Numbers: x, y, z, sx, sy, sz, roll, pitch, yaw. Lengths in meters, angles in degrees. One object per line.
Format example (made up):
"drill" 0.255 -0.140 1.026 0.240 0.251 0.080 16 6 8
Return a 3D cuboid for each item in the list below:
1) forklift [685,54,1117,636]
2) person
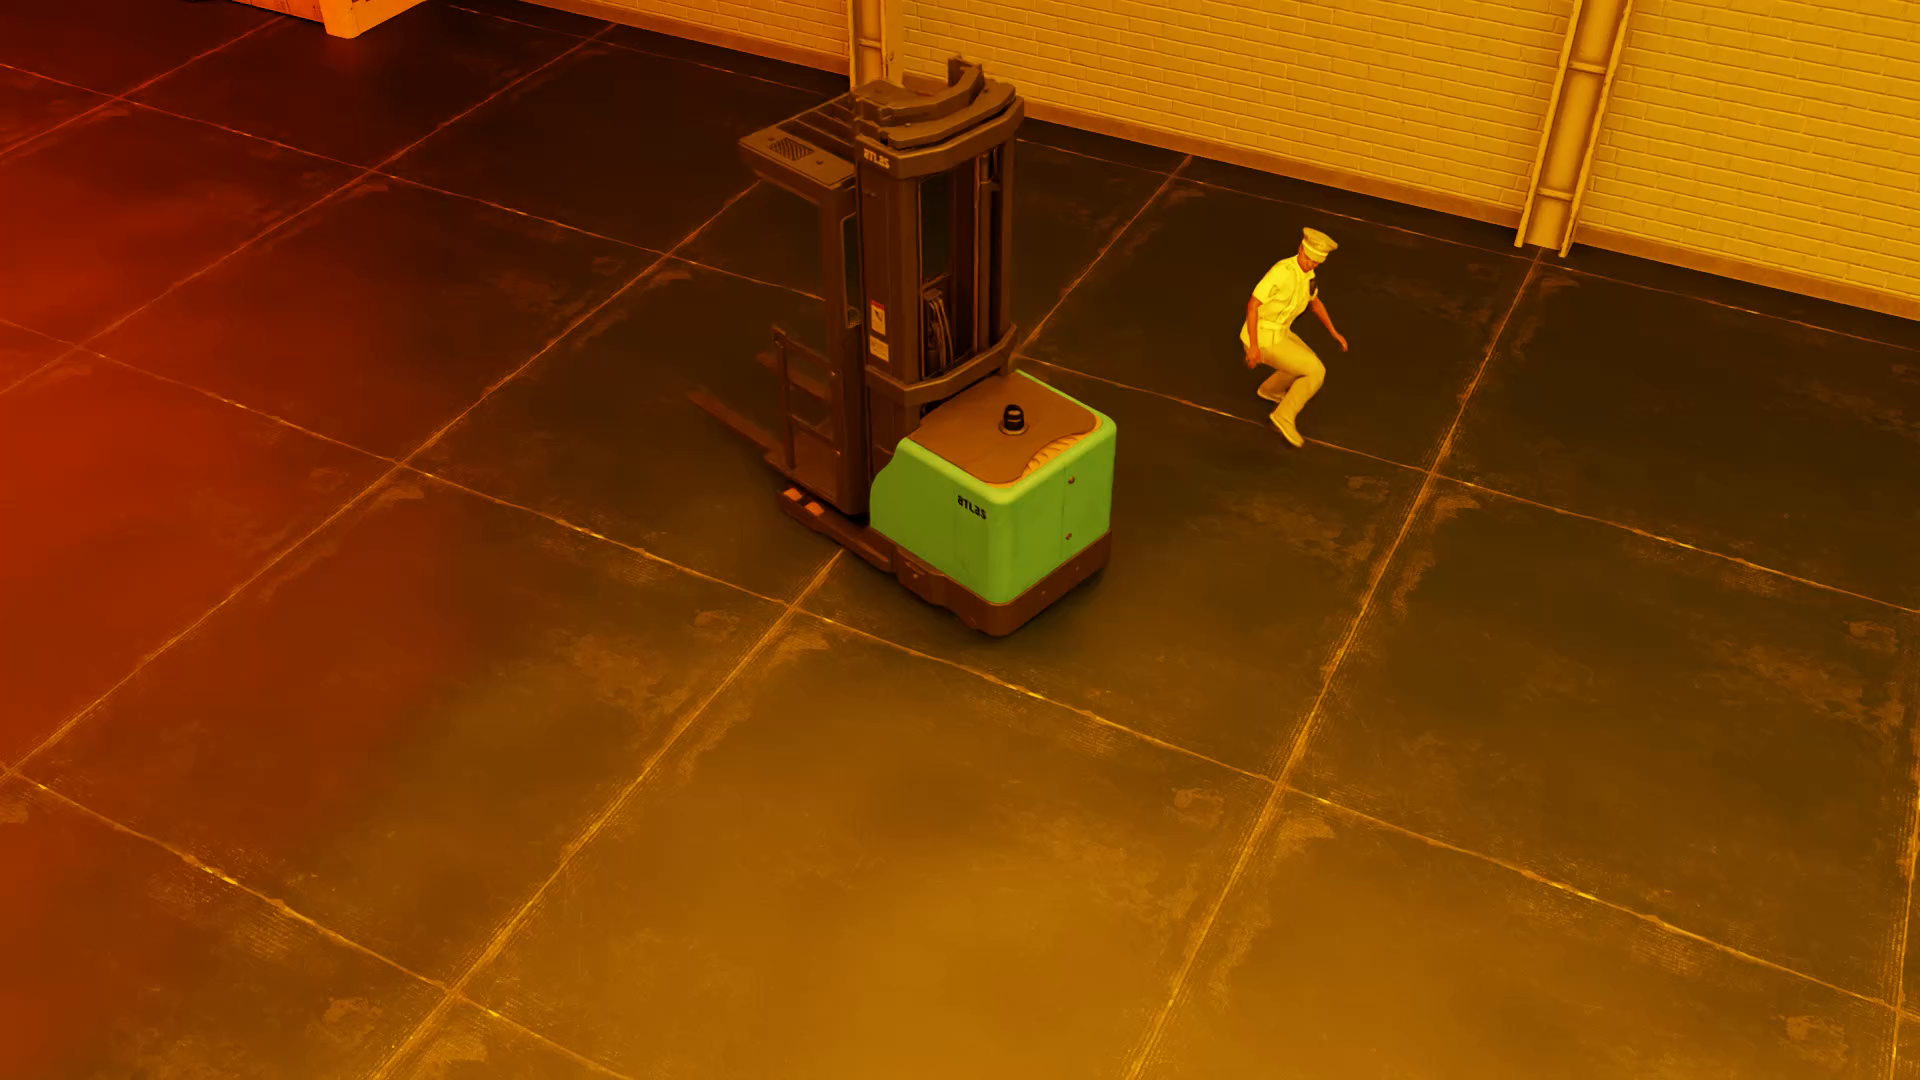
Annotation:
"forklift" -0.508 -1.405 9.655 3.031 2.935 1.130 32 49 32
"person" 2.144 -1.313 10.740 0.652 1.456 0.722 16 43 18
